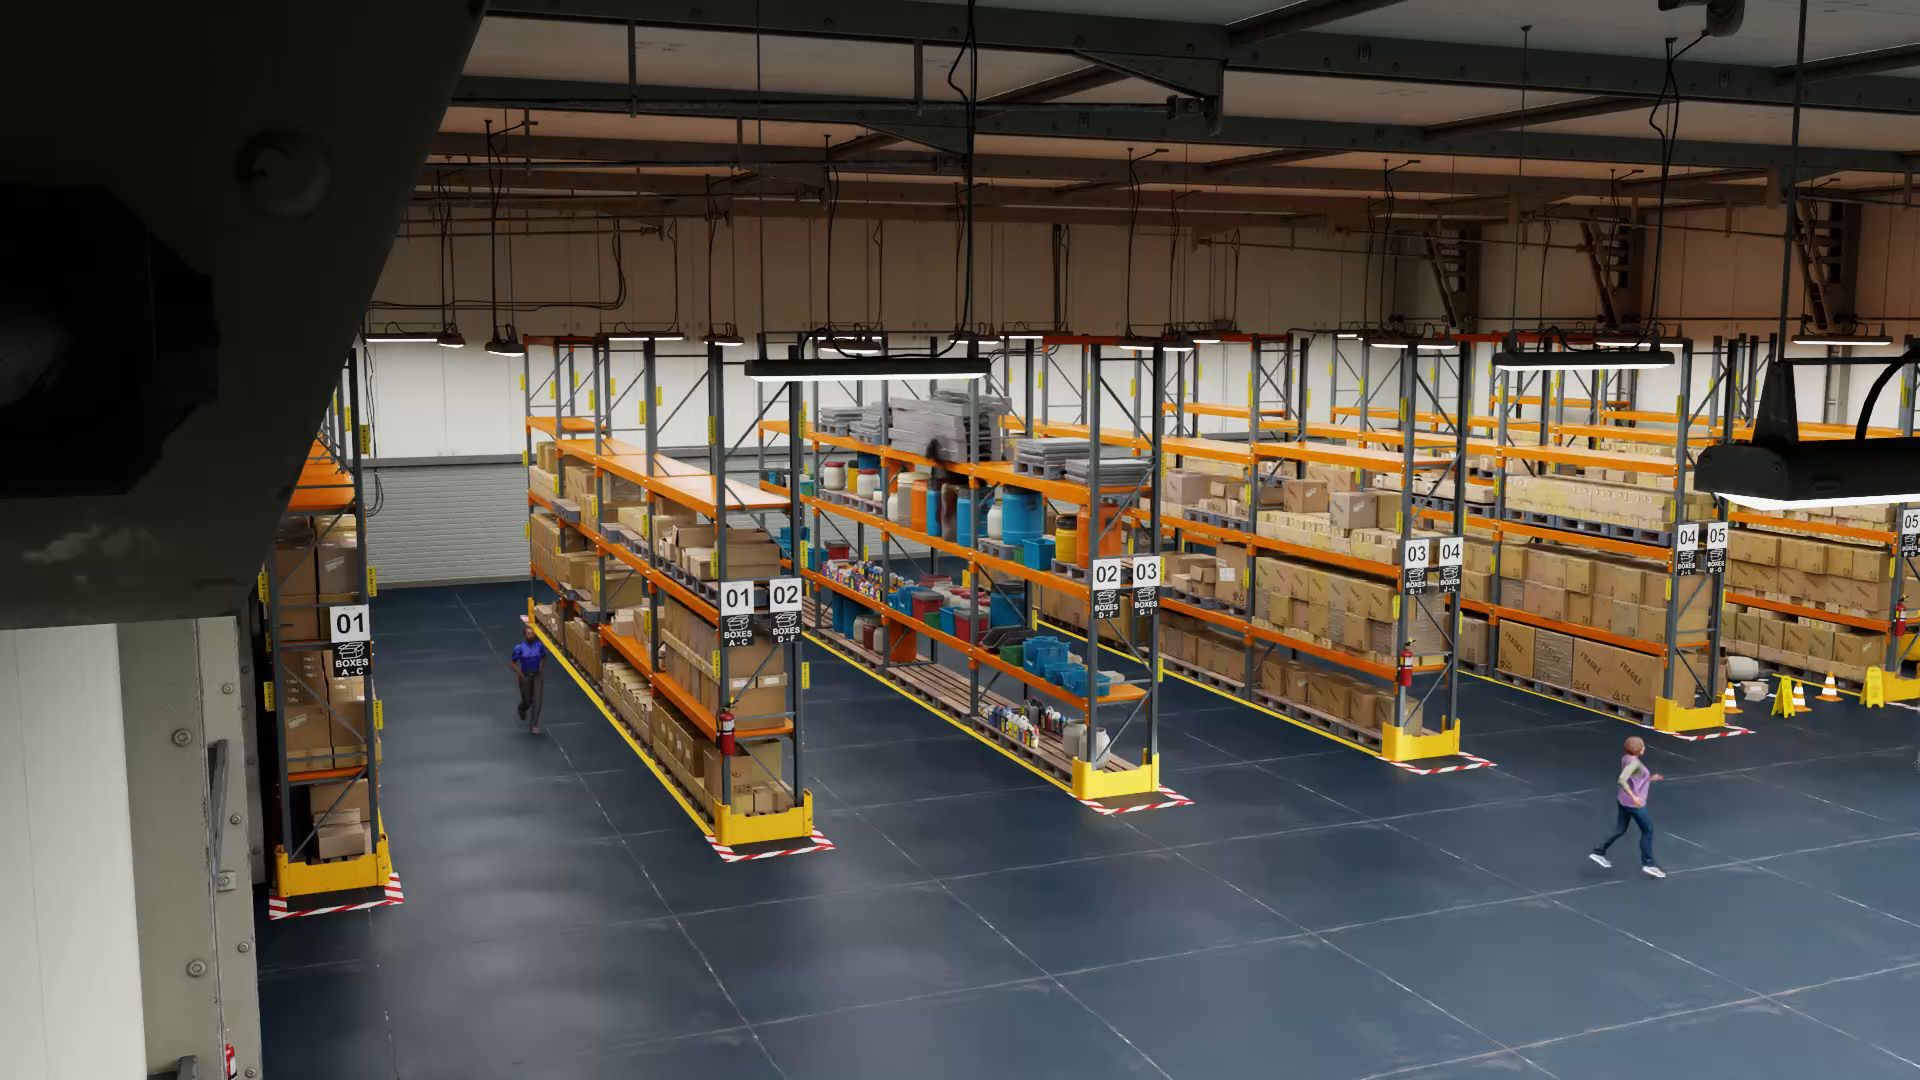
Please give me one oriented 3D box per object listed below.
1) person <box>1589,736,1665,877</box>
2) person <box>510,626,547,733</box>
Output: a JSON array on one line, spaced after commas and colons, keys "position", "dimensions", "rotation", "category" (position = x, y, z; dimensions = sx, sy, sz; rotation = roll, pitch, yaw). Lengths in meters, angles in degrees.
[{"position": [7.617, 3.021, 18.889], "dimensions": [0.820, 1.620, 0.524], "rotation": [0, 8, 2], "category": "person"}, {"position": [-6.622, 2.137, 25.616], "dimensions": [0.593, 1.600, 0.727], "rotation": [-5, 9, -32], "category": "person"}]
